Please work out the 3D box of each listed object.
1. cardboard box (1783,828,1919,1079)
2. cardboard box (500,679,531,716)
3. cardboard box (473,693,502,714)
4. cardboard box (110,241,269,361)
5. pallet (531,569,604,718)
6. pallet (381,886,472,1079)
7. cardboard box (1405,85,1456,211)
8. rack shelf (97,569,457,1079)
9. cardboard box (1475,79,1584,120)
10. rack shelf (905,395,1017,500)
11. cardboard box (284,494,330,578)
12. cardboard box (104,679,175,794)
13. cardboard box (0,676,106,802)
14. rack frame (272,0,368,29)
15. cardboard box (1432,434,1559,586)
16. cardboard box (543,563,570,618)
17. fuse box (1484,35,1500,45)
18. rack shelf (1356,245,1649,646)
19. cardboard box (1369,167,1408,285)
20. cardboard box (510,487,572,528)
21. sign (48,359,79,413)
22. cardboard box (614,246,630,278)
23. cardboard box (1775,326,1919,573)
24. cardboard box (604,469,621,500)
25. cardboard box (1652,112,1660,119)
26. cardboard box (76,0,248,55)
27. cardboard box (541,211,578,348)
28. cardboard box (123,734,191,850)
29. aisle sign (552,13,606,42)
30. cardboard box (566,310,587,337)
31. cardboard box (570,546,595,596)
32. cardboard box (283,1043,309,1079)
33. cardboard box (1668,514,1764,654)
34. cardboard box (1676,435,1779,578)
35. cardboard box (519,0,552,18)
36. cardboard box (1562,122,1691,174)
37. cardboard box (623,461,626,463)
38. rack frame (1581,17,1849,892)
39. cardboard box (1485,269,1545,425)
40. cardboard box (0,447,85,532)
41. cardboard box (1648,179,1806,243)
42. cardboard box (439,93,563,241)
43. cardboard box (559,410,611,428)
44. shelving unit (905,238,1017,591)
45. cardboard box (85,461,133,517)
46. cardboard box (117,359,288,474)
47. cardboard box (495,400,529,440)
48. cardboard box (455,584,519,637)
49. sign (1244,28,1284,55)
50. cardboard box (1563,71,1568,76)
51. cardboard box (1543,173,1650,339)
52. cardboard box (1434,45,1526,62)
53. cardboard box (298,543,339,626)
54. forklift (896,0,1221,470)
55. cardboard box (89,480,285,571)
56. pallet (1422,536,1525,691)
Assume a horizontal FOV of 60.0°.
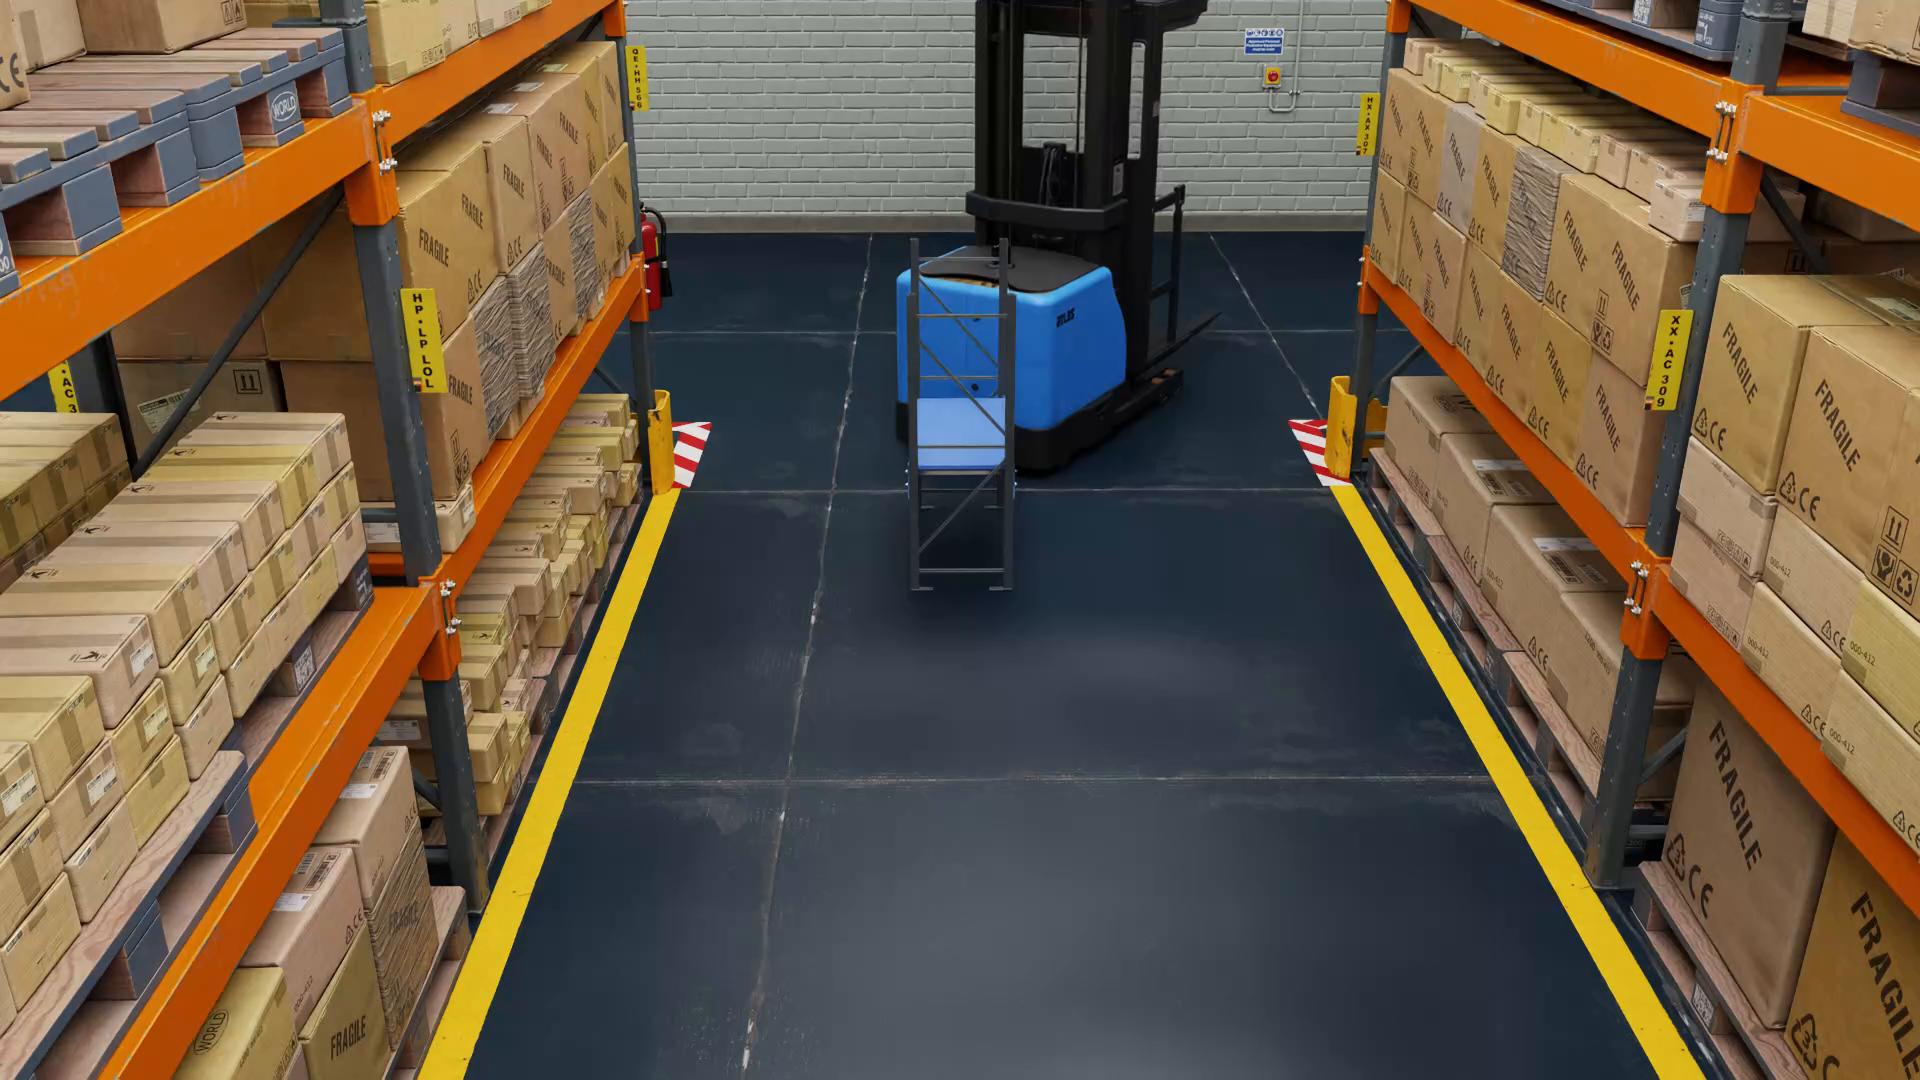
[{"bbox_3d":[2.876,1.270,4.370,0.875,0.875,0.875,0,24,1],"label":"cardboard box"},{"bbox_3d":[-1.917,0.674,6.569,0.380,0.149,0.250,0,24,-1],"label":"cardboard box"},{"bbox_3d":[-1.954,0.647,6.267,0.380,0.149,0.250,0,24,0],"label":"cardboard box"},{"bbox_3d":[-2.453,-0.899,5.402,0.500,0.500,0.500,-1,24,-2],"label":"cardboard box"},{"bbox_3d":[-2.236,0.420,7.565,1.003,0.211,1.213,0,24,-1],"label":"pallet"},{"bbox_3d":[-2.167,1.521,5.130,1.003,0.211,1.213,0,24,-1],"label":"pallet"},{"bbox_3d":[2.461,-1.871,7.913,0.500,0.500,0.500,-1,24,-2],"label":"cardboard box"},{"bbox_3d":[-2.155,1.082,3.591,1.077,0.370,4.000,0,24,-1],"label":"rack shelf"},{"bbox_3d":[2.454,-1.897,7.182,0.380,0.149,0.250,0,24,0],"label":"cardboard box"},{"bbox_3d":[0.001,-0.484,8.437,0.538,0.185,1.000,0,24,-1],"label":"rack shelf"},{"bbox_3d":[-1.971,-0.011,4.568,0.380,0.149,0.250,0,24,0],"label":"cardboard box"},{"bbox_3d":[-1.957,0.424,3.607,0.380,0.149,0.250,0,24,0],"label":"cardboard box"},{"bbox_3d":[-1.960,0.395,3.311,0.380,0.149,0.250,-1,24,-1],"label":"cardboard box"},{"bbox_3d":[-2.177,-2.803,4.028,1.000,3.000,0.127,0,24,-1],"label":"rack frame"},{"bbox_3d":[2.853,-0.157,8.058,0.875,0.438,0.875,0,24,1],"label":"cardboard box"},{"bbox_3d":[-1.911,0.218,7.216,0.380,0.149,0.250,0,24,-1],"label":"cardboard box"},{"bbox_3d":[4.745,-3.468,14.341,0.539,1.711,0.414,0,24,-1],"label":"fuse box"},{"bbox_3d":[2.750,-0.630,7.376,1.077,0.370,4.000,0,24,-1],"label":"rack shelf"},{"bbox_3d":[2.446,-1.629,8.589,0.500,0.500,0.500,0,24,-1],"label":"cardboard box"},{"bbox_3d":[-1.996,-0.128,7.621,0.380,0.149,0.250,-1,24,-2],"label":"cardboard box"},{"bbox_3d":[-2.720,-0.459,5.074,0.100,0.325,0.005,0,24,-1],"label":"sign"},{"bbox_3d":[-1.935,-1.471,8.666,0.380,0.149,0.250,0,24,0],"label":"cardboard box"},{"bbox_3d":[2.522,-0.243,4.312,0.500,0.500,0.500,0,24,-1],"label":"cardboard box"},{"bbox_3d":[-1.922,-0.316,8.397,0.380,0.149,0.250,-1,24,-3],"label":"cardboard box"},{"bbox_3d":[3.030,-1.689,6.724,0.380,0.149,0.250,0,24,0],"label":"cardboard box"},{"bbox_3d":[-2.283,-1.517,4.193,0.700,0.500,0.500,0,24,0],"label":"cardboard box"},{"bbox_3d":[-1.948,-1.089,7.035,0.500,0.500,0.500,1,24,2],"label":"cardboard box"},{"bbox_3d":[-1.957,0.553,3.683,0.380,0.149,0.250,1,24,2],"label":"cardboard box"},{"bbox_3d":[-1.922,-2.934,8.443,0.394,0.787,0.004,0,24,-1],"label":"aisle sign"},{"bbox_3d":[-1.952,-1.051,7.739,0.380,0.149,0.250,-1,24,-3],"label":"cardboard box"},{"bbox_3d":[-1.922,0.139,7.752,0.380,0.149,0.250,0,24,0],"label":"cardboard box"},{"bbox_3d":[-1.911,1.604,4.087,0.500,0.500,0.500,-1,24,-2],"label":"cardboard box"},{"bbox_3d":[2.512,0.117,5.033,0.500,0.250,0.500,-1,24,-2],"label":"cardboard box"},{"bbox_3d":[2.494,-0.111,4.930,0.500,0.250,0.500,-1,24,-2],"label":"cardboard box"},{"bbox_3d":[-1.921,-2.197,6.509,0.500,0.250,0.500,1,24,2],"label":"cardboard box"},{"bbox_3d":[2.503,-1.475,6.250,0.380,0.149,0.250,0,24,-1],"label":"cardboard box"},{"bbox_3d":[-2.007,-0.395,8.932,0.380,0.149,0.250,0,24,0],"label":"cardboard box"},{"bbox_3d":[2.772,-0.134,5.406,1.000,3.000,0.127,0,24,-1],"label":"rack frame"},{"bbox_3d":[2.480,-0.788,6.732,0.500,0.500,0.500,-1,24,-1],"label":"cardboard box"},{"bbox_3d":[-2.624,-0.139,4.490,0.380,0.149,0.250,0,24,1],"label":"cardboard box"},{"bbox_3d":[2.450,-1.056,5.323,0.380,0.149,0.250,-1,24,-2],"label":"cardboard box"},{"bbox_3d":[-1.938,-1.526,6.789,0.500,0.500,0.500,-1,24,-2],"label":"cardboard box"},{"bbox_3d":[-2.016,-0.561,8.578,0.380,0.149,0.250,0,24,0],"label":"cardboard box"},{"bbox_3d":[0.001,-0.648,8.363,0.538,1.500,1.048,0,24,-1],"label":"shelving unit"},{"bbox_3d":[-2.633,-0.118,4.805,0.380,0.149,0.250,0,24,0],"label":"cardboard box"},{"bbox_3d":[-2.465,-0.449,5.621,0.500,0.500,0.500,0,24,0],"label":"cardboard box"},{"bbox_3d":[-1.920,-0.506,6.533,0.380,0.149,0.250,0,24,0],"label":"cardboard box"},{"bbox_3d":[-1.995,0.299,6.678,0.380,0.149,0.250,-1,24,-2],"label":"cardboard box"},{"bbox_3d":[2.594,-4.254,14.187,0.327,0.218,0.001,0,24,-1],"label":"sign"},{"bbox_3d":[3.007,-2.117,7.670,0.380,0.149,0.250,0,24,1],"label":"cardboard box"},{"bbox_3d":[2.493,-1.037,6.069,0.500,0.500,0.500,-1,24,-1],"label":"cardboard box"},{"bbox_3d":[2.529,-2.324,8.126,0.380,0.149,0.250,0,24,1],"label":"cardboard box"},{"bbox_3d":[-1.971,0.123,4.633,0.380,0.149,0.250,0,24,0],"label":"cardboard box"},{"bbox_3d":[0.802,-2.299,10.277,1.130,2.935,3.031,14,28,28],"label":"forklift"},{"bbox_3d":[-1.973,-0.036,4.263,0.380,0.149,0.250,-1,24,-2],"label":"cardboard box"},{"bbox_3d":[2.825,0.319,7.788,1.003,0.211,1.213,0,24,-1],"label":"pallet"}]
